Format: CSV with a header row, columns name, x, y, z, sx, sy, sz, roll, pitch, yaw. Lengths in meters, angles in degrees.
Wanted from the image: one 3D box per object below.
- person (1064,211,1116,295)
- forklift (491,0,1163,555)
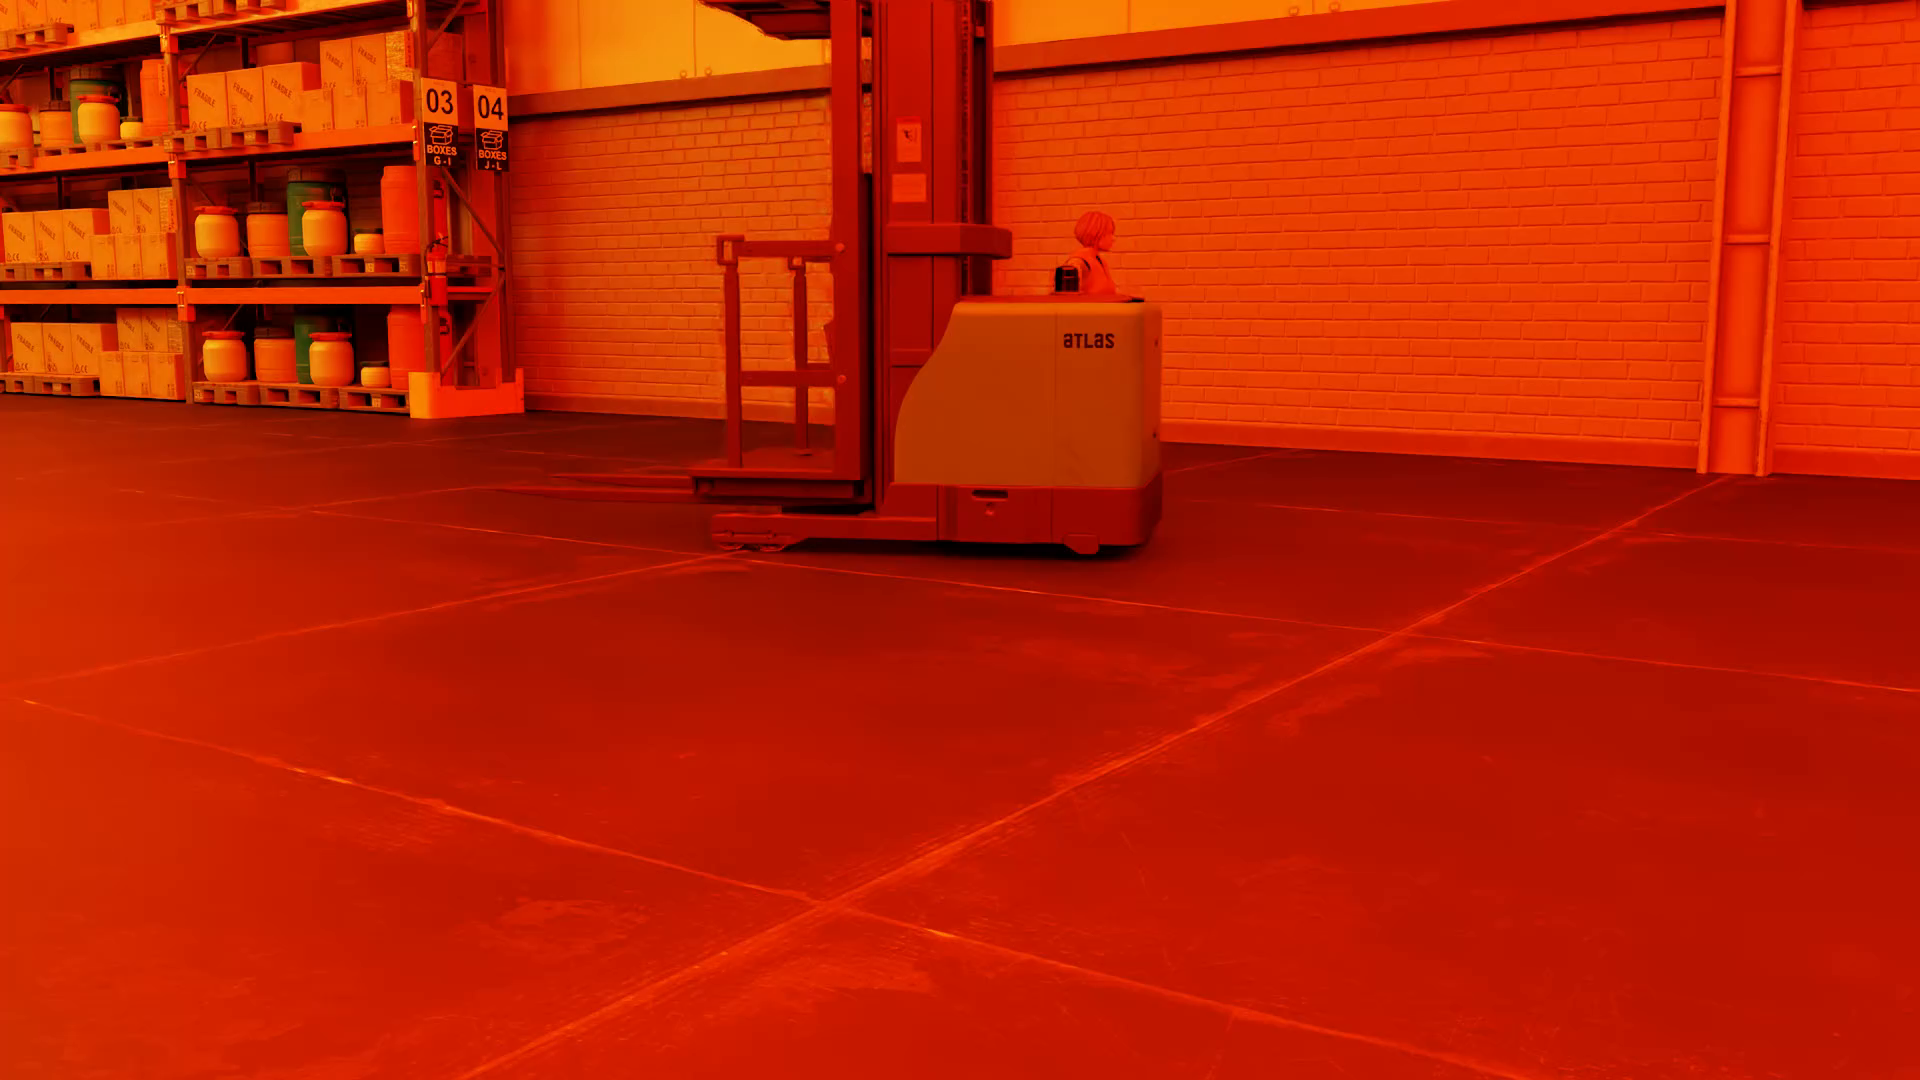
name,x,y,z,sx,sy,sz,roll,pitch,yaw
person,0.763,-1.065,9.468,0.360,1.587,0.583,4,9,24
forklift,-0.620,-1.469,7.525,3.031,2.935,1.130,2,8,12
